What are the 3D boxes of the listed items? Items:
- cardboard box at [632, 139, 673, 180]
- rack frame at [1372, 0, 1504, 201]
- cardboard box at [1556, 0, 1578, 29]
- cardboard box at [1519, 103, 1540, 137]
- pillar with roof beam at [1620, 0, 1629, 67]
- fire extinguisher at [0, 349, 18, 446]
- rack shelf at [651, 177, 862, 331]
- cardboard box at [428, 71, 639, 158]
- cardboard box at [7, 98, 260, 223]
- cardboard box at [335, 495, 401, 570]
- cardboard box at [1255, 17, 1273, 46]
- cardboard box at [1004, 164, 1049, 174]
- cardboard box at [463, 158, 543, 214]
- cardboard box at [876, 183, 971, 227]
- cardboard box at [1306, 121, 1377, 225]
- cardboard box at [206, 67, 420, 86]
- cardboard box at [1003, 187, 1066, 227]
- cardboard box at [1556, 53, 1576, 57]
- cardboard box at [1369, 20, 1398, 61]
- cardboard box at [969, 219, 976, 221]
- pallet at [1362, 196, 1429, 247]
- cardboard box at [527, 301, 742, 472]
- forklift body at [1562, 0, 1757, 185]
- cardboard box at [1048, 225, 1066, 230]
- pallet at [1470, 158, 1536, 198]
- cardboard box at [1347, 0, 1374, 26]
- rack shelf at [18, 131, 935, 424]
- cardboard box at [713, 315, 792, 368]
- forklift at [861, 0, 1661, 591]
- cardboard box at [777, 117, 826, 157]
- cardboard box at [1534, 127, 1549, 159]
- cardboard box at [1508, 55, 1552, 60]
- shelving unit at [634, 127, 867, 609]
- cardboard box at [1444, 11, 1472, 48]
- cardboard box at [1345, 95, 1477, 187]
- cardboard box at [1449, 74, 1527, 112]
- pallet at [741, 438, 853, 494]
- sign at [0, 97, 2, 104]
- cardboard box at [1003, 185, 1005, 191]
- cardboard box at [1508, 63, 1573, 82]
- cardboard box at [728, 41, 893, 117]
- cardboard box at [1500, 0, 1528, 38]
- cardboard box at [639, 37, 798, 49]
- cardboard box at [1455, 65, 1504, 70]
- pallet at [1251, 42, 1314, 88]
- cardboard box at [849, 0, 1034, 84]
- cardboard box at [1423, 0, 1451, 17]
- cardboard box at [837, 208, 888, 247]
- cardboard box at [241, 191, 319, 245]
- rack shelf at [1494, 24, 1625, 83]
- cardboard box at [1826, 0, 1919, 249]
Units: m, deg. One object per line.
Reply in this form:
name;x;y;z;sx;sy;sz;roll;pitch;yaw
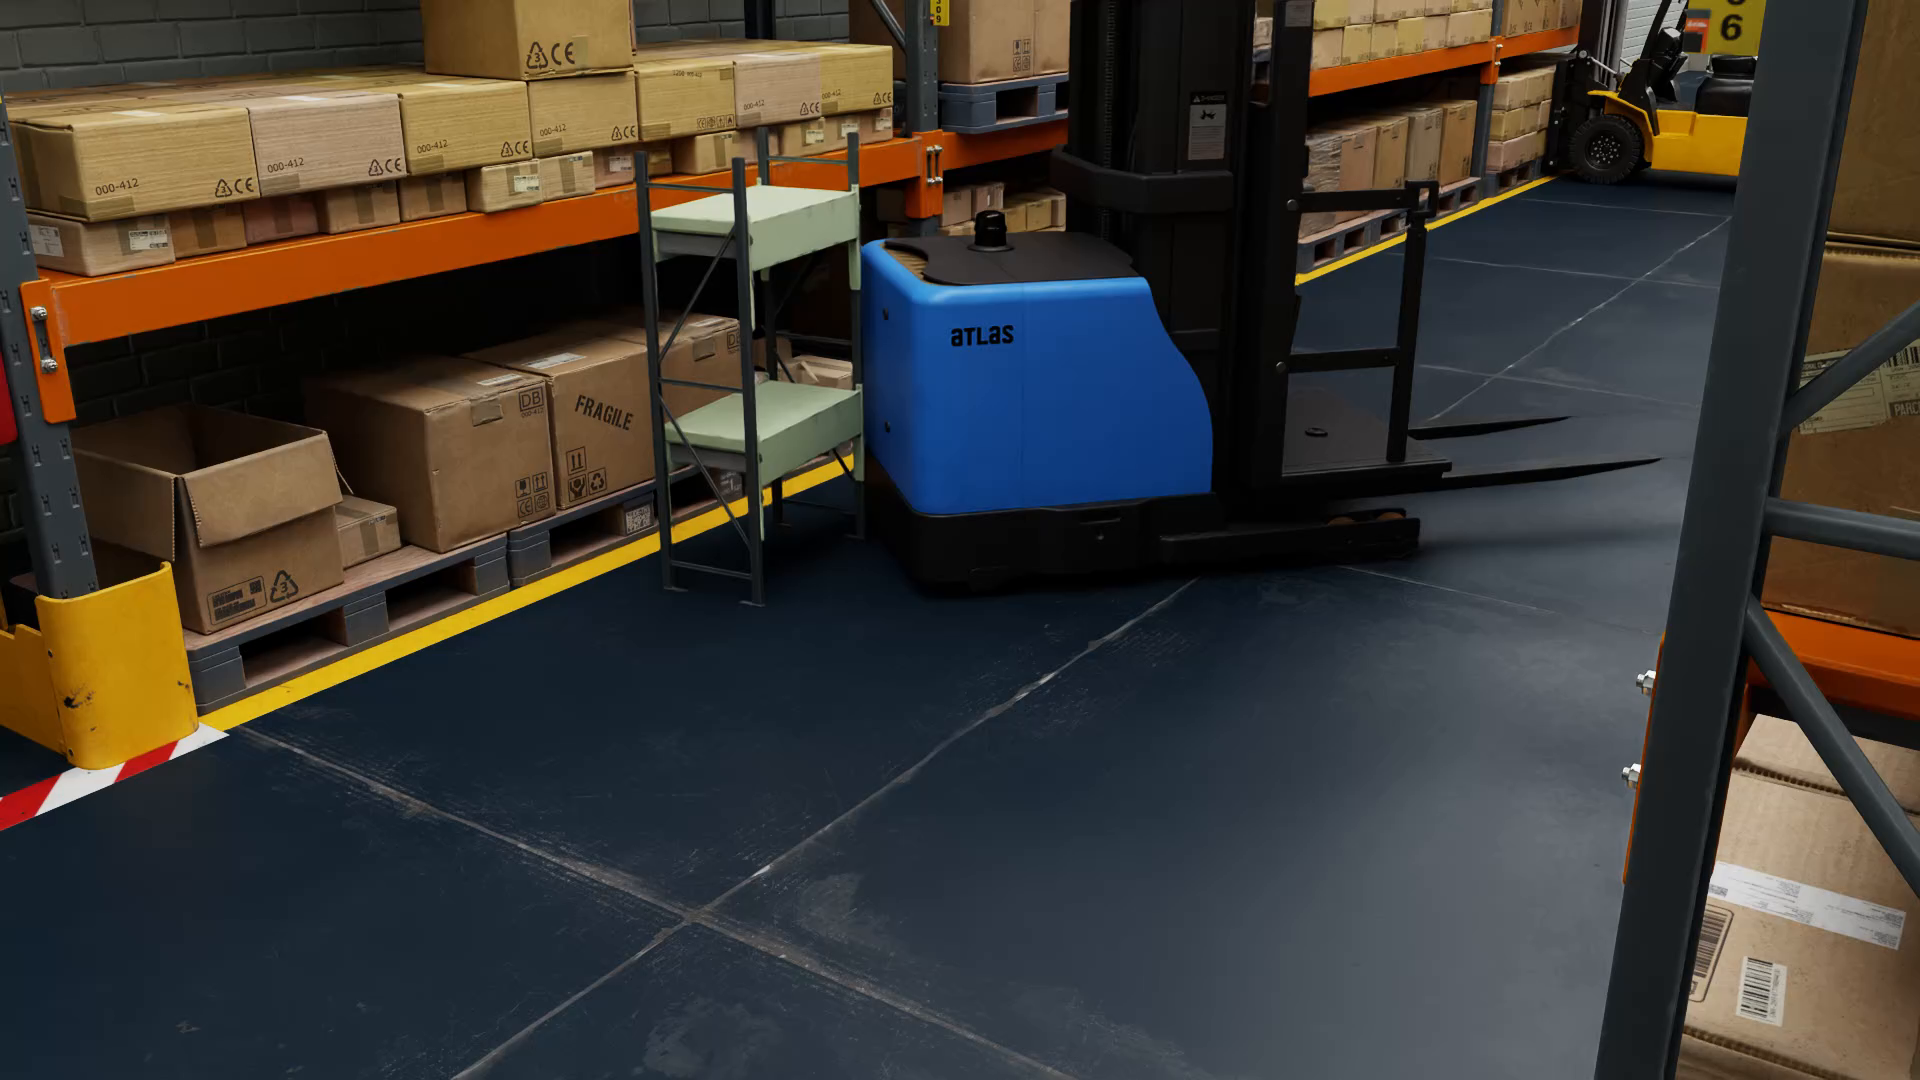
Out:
cardboard box;-1.296;-1.438;6.191;0.380;0.149;0.250;14;24;33
rack frame;3.954;-4.351;13.704;1.000;3.000;0.127;13;24;32
cardboard box;5.283;-4.913;15.078;0.500;0.500;0.500;13;24;32
cardboard box;4.763;-3.716;14.626;0.500;0.250;0.500;13;24;32
pillar with roof beam;11.999;-9.170;18.086;9.100;9.000;0.400;13;24;32
fire extinguisher;-2.492;-0.565;4.116;0.296;0.674;0.183;13;24;32
rack shelf;-0.693;-0.984;5.638;0.431;0.370;0.720;9;22;24
cardboard box;-1.478;-1.497;5.774;0.500;0.250;0.500;13;24;30
cardboard box;-2.314;-1.055;4.580;0.500;0.250;0.500;13;24;32
cardboard box;-2.098;-0.039;5.551;0.380;0.149;0.250;12;24;30
cardboard box;1.654;-3.019;9.860;0.380;0.149;0.250;14;24;33
cardboard box;0.472;-2.062;9.578;0.380;0.149;0.250;13;24;32
cardboard box;-1.614;-1.191;5.523;0.380;0.149;0.250;12;24;30
cardboard box;-0.171;-1.587;7.865;0.380;0.149;0.250;13;24;31
cardboard box;2.428;-2.652;11.928;0.875;0.625;0.625;14;25;34
cardboard box;-2.179;-1.450;5.648;0.500;0.250;0.500;14;25;33
cardboard box;0.420;-1.752;8.740;0.380;0.149;0.250;13;24;32
cardboard box;6.202;-4.682;16.516;0.500;0.250;0.500;14;25;34
cardboard box;2.728;-3.505;11.634;0.500;0.250;0.500;12;24;30
cardboard box;-0.030;-1.530;8.141;0.380;0.149;0.250;13;24;30
pallet;2.887;-2.473;12.646;1.003;0.211;1.213;13;24;32
cardboard box;-1.273;-0.625;6.629;0.700;0.500;0.500;12;24;30
forklift body;6.646;-4.201;14.521;2.313;2.155;1.214;13;24;32
cardboard box;0.490;-1.472;8.919;0.500;0.500;0.500;12;24;30
pallet;4.436;-3.263;14.783;1.003;0.211;1.213;13;24;32
cardboard box;2.440;-3.591;11.144;0.500;0.250;0.500;14;25;33
rack shelf;-1.667;-1.144;6.072;1.077;0.370;4.000;13;24;32
cardboard box;-1.110;-0.848;7.505;0.500;0.311;0.500;14;25;34
forklift;1.186;-1.462;5.991;3.031;2.935;1.130;-5;21;-14
cardboard box;-0.768;-1.639;6.734;0.380;0.149;0.250;14;24;33
cardboard box;5.049;-3.632;15.118;0.500;0.250;0.500;14;24;33
cardboard box;5.498;-4.630;16.375;0.500;0.250;0.500;13;24;32
shelving unit;-0.693;-0.618;5.773;0.431;1.500;0.755;9;22;24
cardboard box;3.609;-3.940;12.809;0.500;0.250;0.500;13;24;32
cardboard box;3.670;-3.282;13.633;0.875;0.625;0.625;15;25;34
cardboard box;4.486;-3.805;14.145;0.500;0.250;0.500;13;24;31
pallet;-0.930;-0.551;7.450;1.003;0.211;1.213;13;24;32
sign;-2.343;-1.208;3.960;0.100;0.325;0.005;13;24;32
cardboard box;0.020;-1.841;8.982;0.380;0.149;0.250;14;25;33
cardboard box;5.353;-4.244;15.331;0.500;0.250;0.500;13;24;31
cardboard box;-0.627;-1.931;6.950;0.500;0.250;0.500;14;24;33
cardboard box;4.420;-4.474;13.893;0.500;0.500;0.500;13;24;30
cardboard box;-1.045;-2.035;7.231;0.500;0.250;0.500;13;24;31
cardboard box;4.639;-4.197;15.205;0.500;0.250;0.500;13;24;32
pallet;1.383;-2.905;10.072;1.213;0.211;1.003;13;24;32
cardboard box;-0.086;-2.395;7.666;0.700;0.500;0.500;14;24;33
cardboard box;3.314;-4.030;12.332;0.500;0.250;0.500;14;24;33
cardboard box;-0.575;-1.546;8.185;0.380;0.149;0.250;12;24;30
cardboard box;-2.156;-0.995;4.994;0.380;0.149;0.250;13;24;31
rack shelf;5.078;-4.588;15.380;1.077;0.370;4.000;13;24;32
cardboard box;1.390;-0.642;2.091;0.500;0.500;0.500;14;25;34
